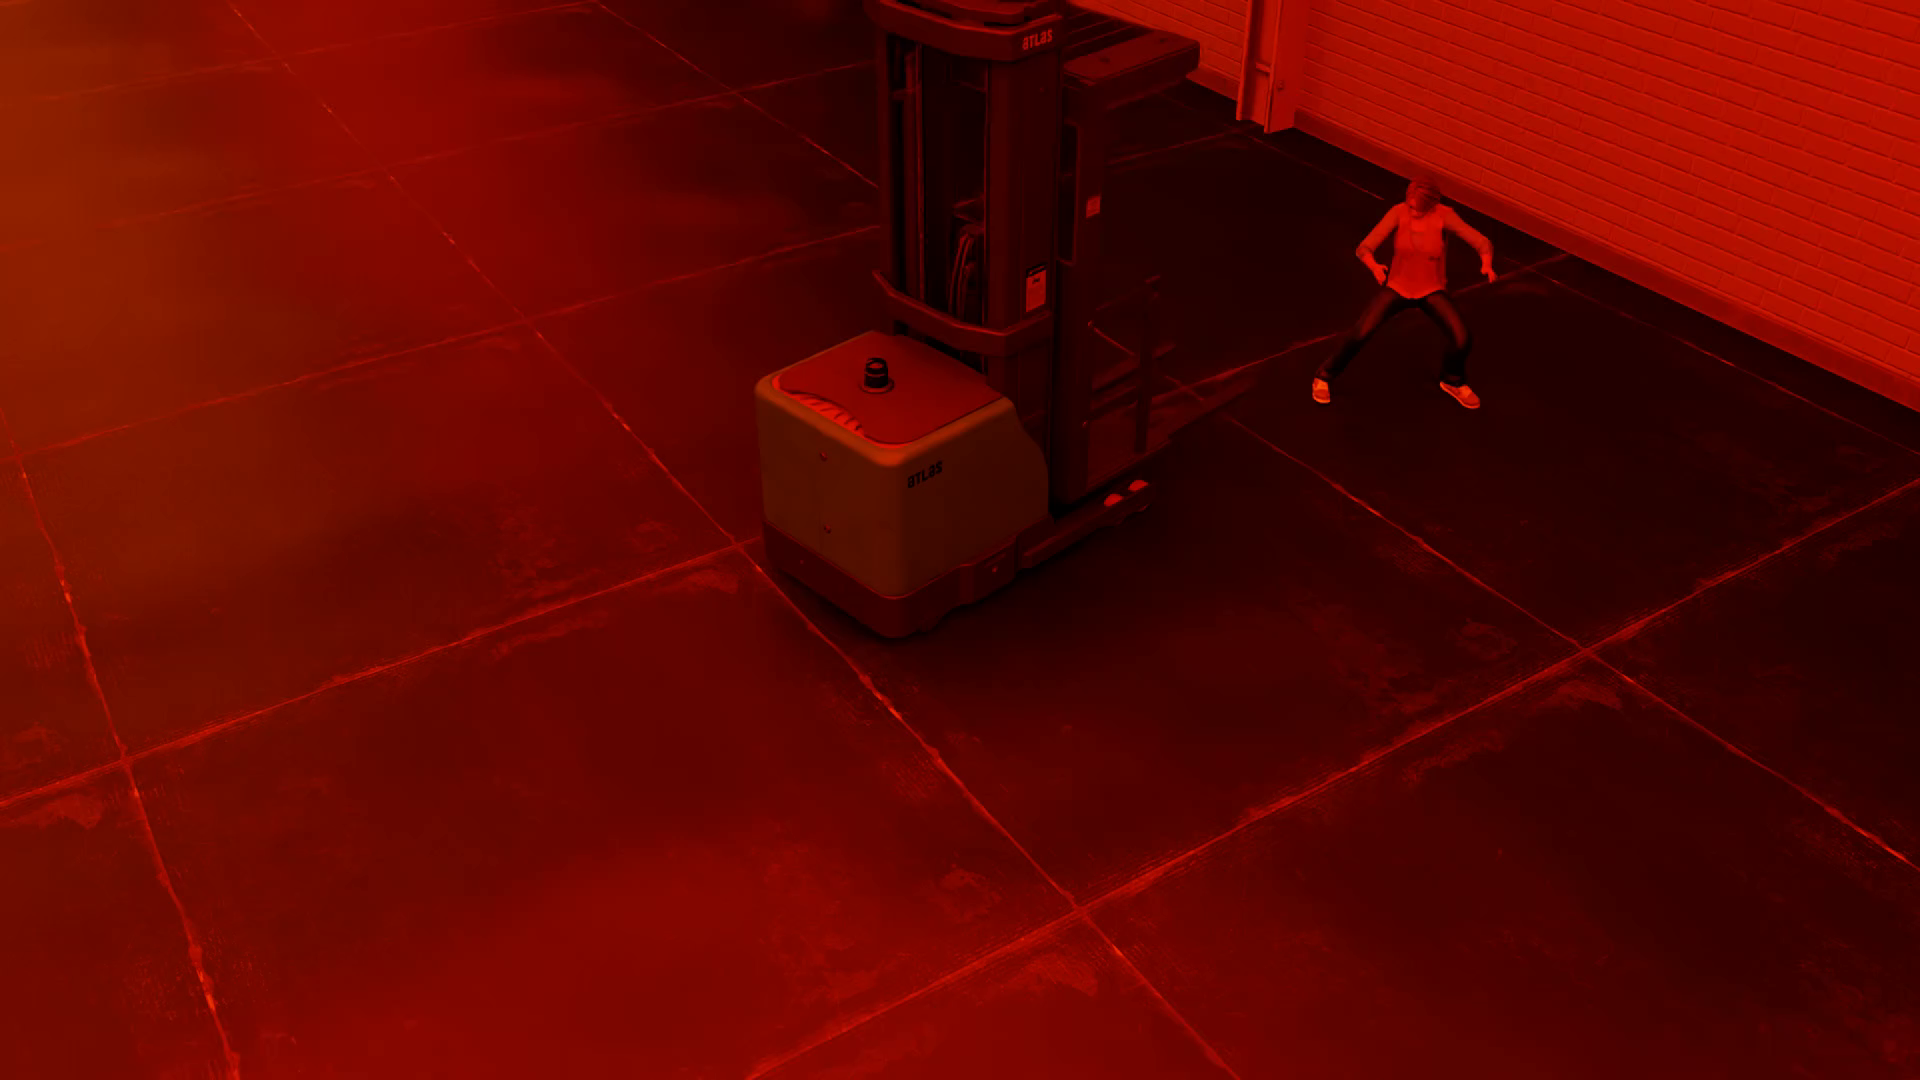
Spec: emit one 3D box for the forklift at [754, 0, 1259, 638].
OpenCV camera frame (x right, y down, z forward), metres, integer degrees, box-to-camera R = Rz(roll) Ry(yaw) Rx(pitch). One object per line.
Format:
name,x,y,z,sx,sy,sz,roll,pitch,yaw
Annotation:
forklift,0.409,-1.469,8.238,3.031,2.935,1.130,-29,44,-35

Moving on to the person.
person,2.576,-1.388,9.469,0.965,1.380,0.649,14,37,18
